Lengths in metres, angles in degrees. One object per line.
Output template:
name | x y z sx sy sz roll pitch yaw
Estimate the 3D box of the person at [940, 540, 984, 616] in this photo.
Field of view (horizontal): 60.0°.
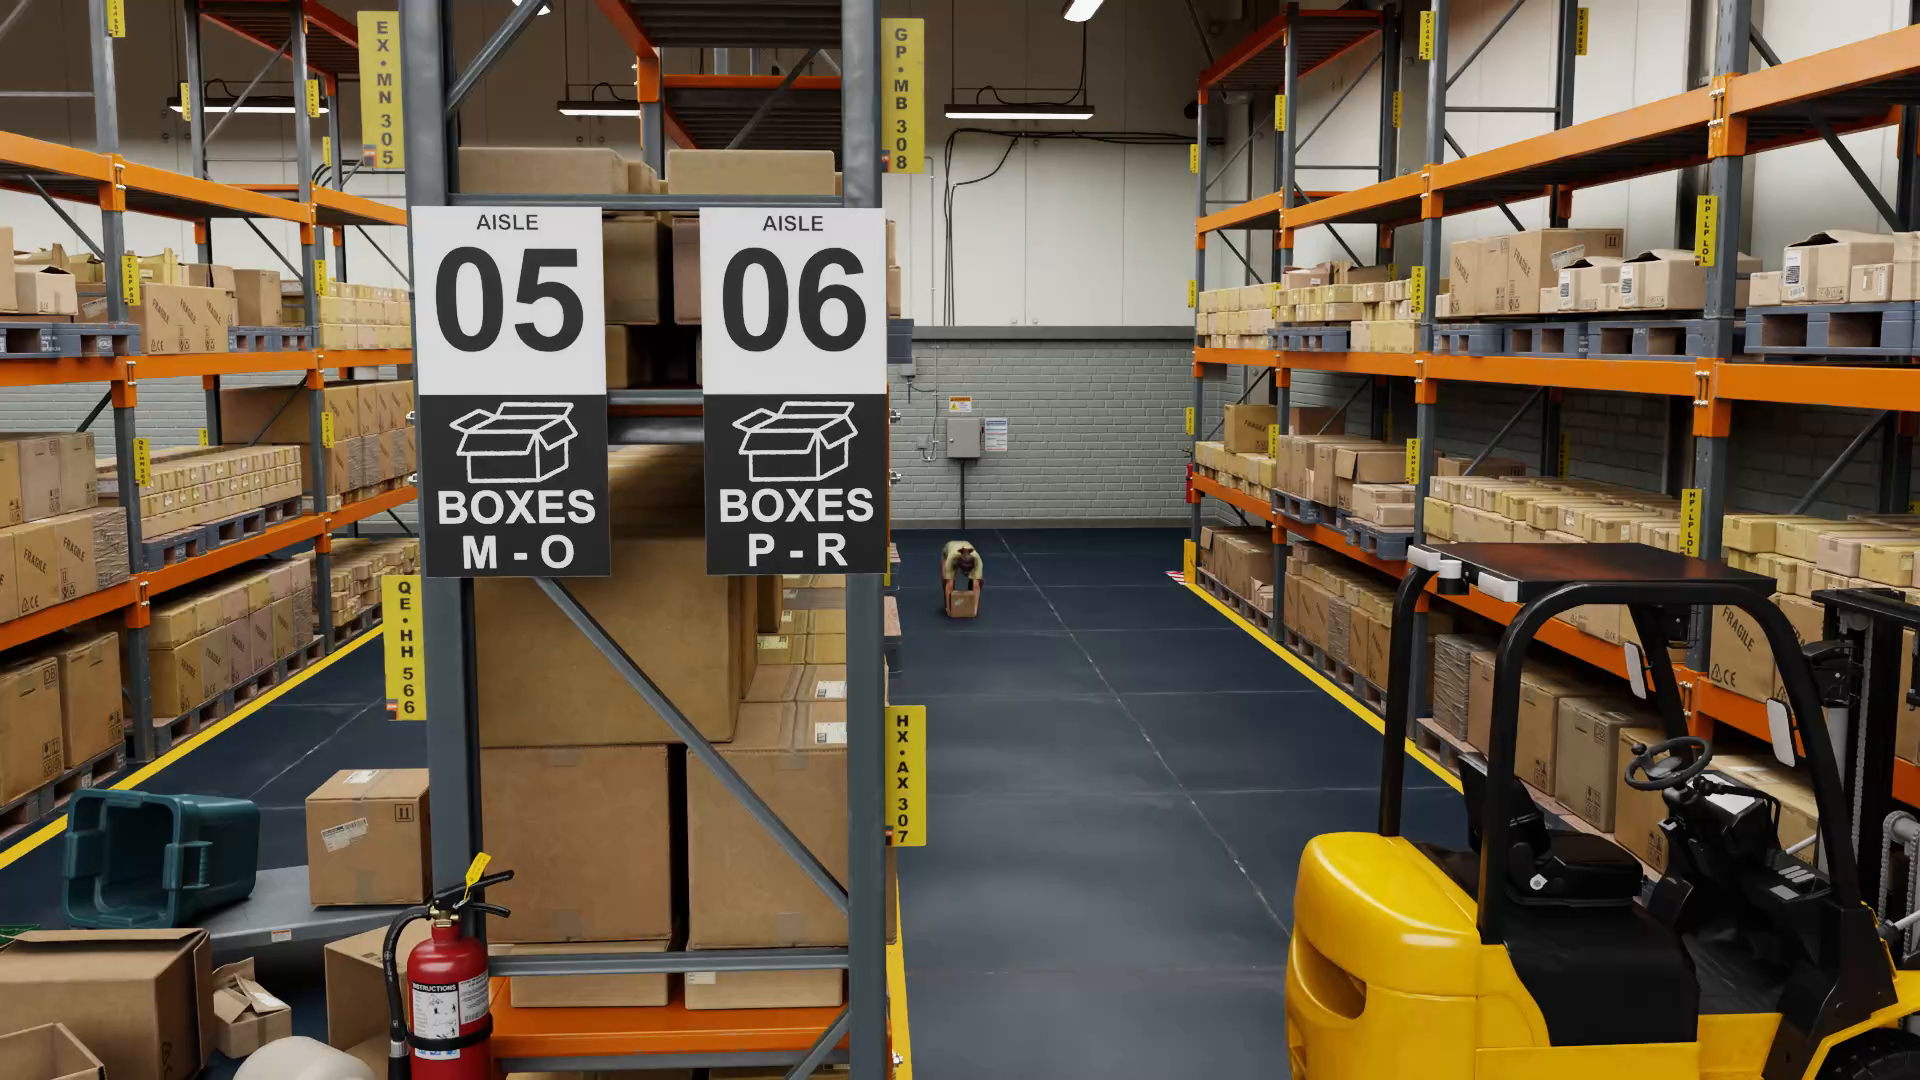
person | 0.019 0.406 17.788 0.460 0.773 0.866 -1 7 -6
